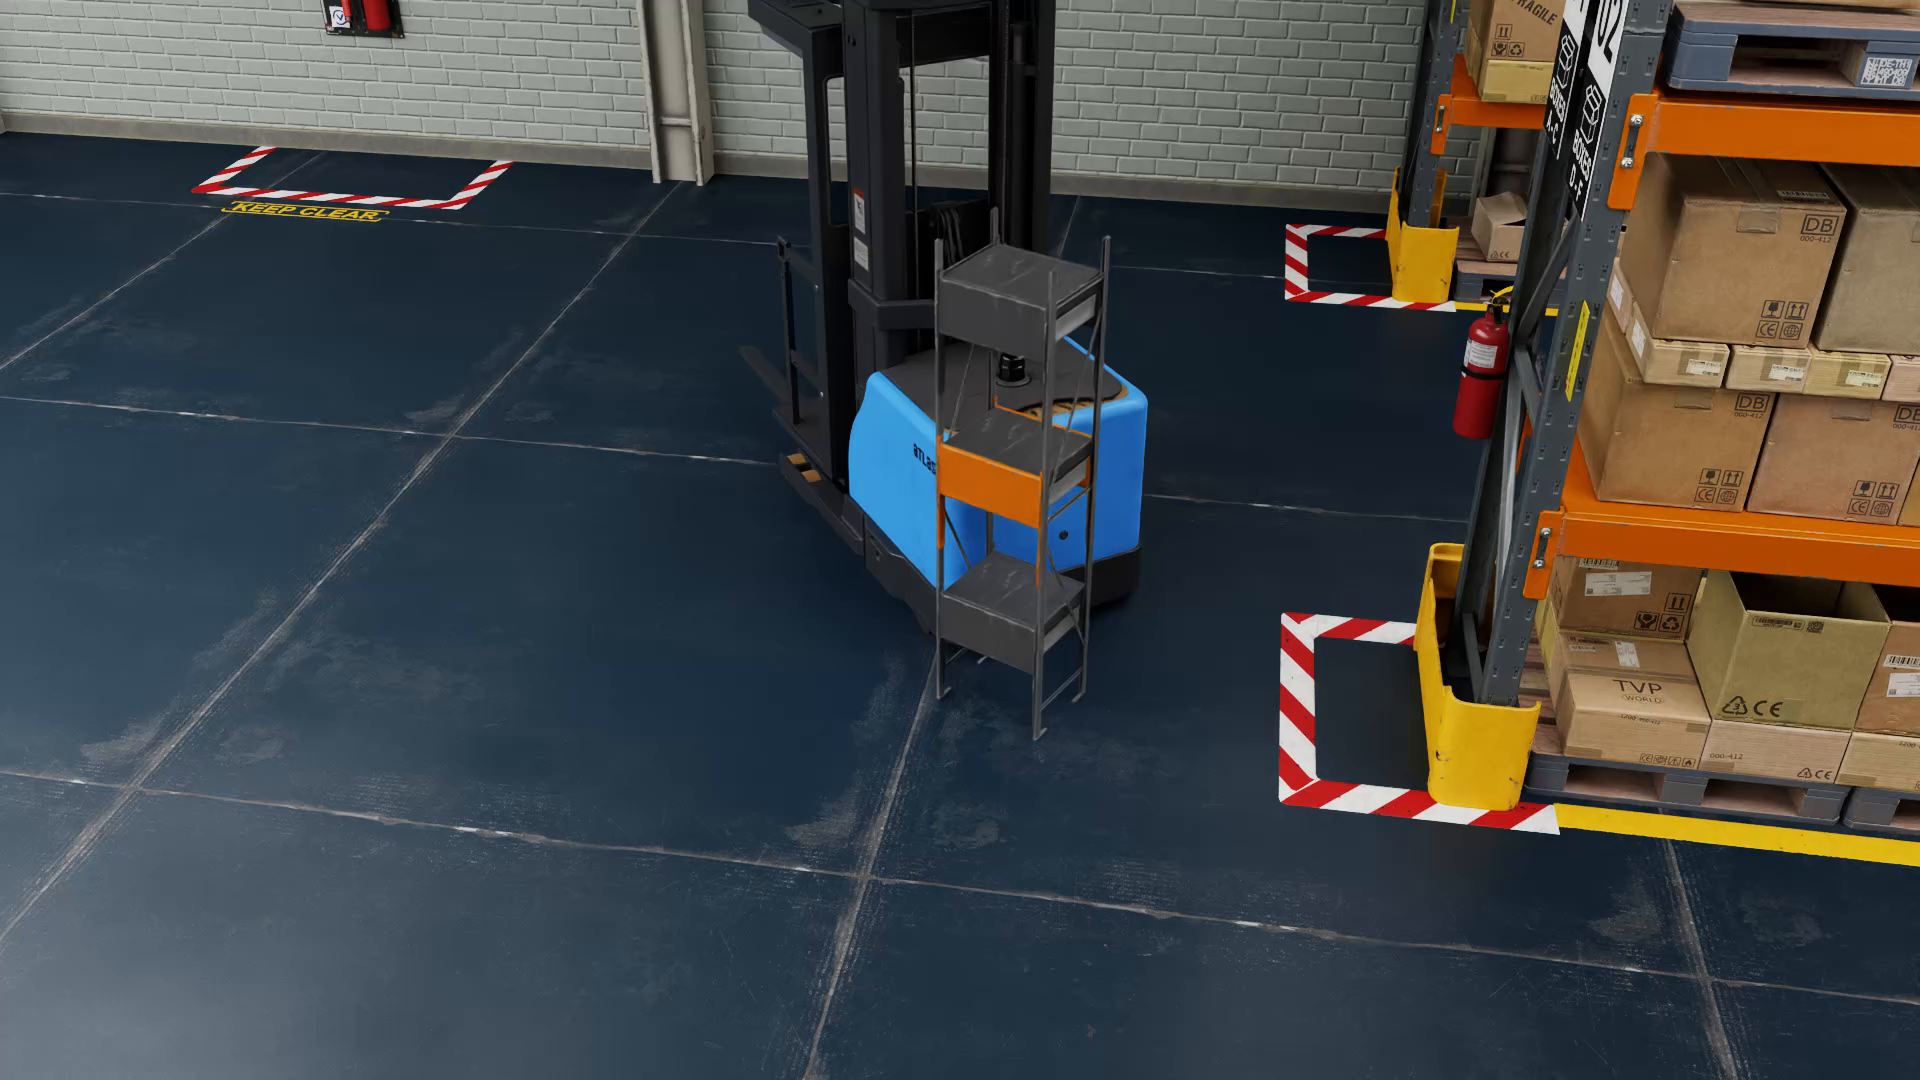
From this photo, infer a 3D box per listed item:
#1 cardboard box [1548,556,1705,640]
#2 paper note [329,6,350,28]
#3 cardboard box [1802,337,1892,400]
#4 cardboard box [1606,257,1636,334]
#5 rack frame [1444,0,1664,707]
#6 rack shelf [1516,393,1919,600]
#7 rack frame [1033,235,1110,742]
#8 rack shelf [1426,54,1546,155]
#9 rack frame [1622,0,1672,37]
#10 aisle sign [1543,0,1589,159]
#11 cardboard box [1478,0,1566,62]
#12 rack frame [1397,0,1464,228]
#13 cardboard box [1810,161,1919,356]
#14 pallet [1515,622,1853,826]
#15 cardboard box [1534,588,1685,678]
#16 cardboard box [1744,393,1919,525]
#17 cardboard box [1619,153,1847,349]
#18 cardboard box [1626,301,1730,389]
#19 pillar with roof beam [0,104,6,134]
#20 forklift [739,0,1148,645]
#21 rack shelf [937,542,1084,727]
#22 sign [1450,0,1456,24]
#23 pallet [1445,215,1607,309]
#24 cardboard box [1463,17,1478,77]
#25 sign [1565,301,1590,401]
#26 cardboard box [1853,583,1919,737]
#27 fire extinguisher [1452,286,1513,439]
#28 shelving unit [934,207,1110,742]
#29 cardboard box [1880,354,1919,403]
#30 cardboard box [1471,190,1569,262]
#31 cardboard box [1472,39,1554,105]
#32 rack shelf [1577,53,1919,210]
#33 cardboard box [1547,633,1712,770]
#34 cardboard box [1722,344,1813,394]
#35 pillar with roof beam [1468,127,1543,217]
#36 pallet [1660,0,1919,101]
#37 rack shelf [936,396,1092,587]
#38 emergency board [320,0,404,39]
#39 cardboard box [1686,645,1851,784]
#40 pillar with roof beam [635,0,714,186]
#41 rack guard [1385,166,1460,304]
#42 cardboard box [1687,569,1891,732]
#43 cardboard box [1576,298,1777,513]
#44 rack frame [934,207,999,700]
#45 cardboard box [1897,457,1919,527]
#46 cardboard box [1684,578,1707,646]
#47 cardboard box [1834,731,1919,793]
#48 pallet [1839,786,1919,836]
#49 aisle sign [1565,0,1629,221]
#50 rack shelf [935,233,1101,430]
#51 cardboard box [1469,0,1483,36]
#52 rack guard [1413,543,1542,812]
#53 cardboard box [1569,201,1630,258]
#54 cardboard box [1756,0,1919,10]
[{"bbox_3d":[2.732,0.045,6.840,0.500,0.500,0.500,5,32,8],"label":"cardboard box"},{"bbox_3d":[-4.689,-3.953,12.568,0.142,0.148,0.016,5,32,8],"label":"paper note"},{"bbox_3d":[3.010,-0.641,5.742,0.250,0.149,0.380,5,32,8],"label":"cardboard box"},{"bbox_3d":[2.562,-0.900,6.155,0.250,0.149,0.380,5,32,7],"label":"cardboard box"},{"bbox_3d":[2.153,-0.517,6.249,0.127,3.000,1.000,5,32,8],"label":"rack frame"},{"bbox_3d":[4.124,-0.033,6.154,4.000,0.370,1.077,5,32,8],"label":"rack shelf"},{"bbox_3d":[0.426,-0.136,6.484,0.015,2.100,0.400,21,38,28],"label":"rack frame"},{"bbox_3d":[4.954,-2.625,10.294,4.000,0.370,1.077,5,32,8],"label":"rack shelf"},{"bbox_3d":[2.153,-3.060,4.657,0.127,3.000,1.000,5,32,8],"label":"rack frame"},{"bbox_3d":[2.137,-1.778,5.814,0.004,0.787,0.394,5,32,8],"label":"aisle sign"},{"bbox_3d":[3.403,-3.171,9.905,0.500,0.500,0.500,5,32,8],"label":"cardboard box"},{"bbox_3d":[2.983,-3.108,10.388,0.127,3.000,1.000,5,32,8],"label":"rack frame"},{"bbox_3d":[3.182,-1.012,5.723,0.500,0.500,0.700,4,32,7],"label":"cardboard box"},{"bbox_3d":[2.914,0.711,6.914,1.213,0.211,1.003,5,32,8],"label":"pallet"},{"bbox_3d":[2.731,0.364,7.037,0.500,0.250,0.500,5,32,8],"label":"cardboard box"},{"bbox_3d":[3.129,-0.467,6.074,0.500,0.500,0.700,6,33,9],"label":"cardboard box"},{"bbox_3d":[2.663,-1.056,5.793,0.500,0.500,0.700,5,32,8],"label":"cardboard box"},{"bbox_3d":[2.503,-0.687,5.814,0.250,0.149,0.380,5,32,8],"label":"cardboard box"},{"bbox_3d":[-8.735,-4.861,7.534,0.400,9.000,9.100,5,32,8],"label":"pillar with roof beam"},{"bbox_3d":[-0.287,-1.536,7.942,1.130,2.935,3.031,-15,35,-23],"label":"forklift"},{"bbox_3d":[0.223,0.389,6.986,0.480,0.518,0.431,21,38,28],"label":"rack shelf"},{"bbox_3d":[2.891,-3.191,9.705,0.005,0.325,0.100,5,32,8],"label":"sign"},{"bbox_3d":[3.852,-1.828,10.972,1.213,0.211,1.003,5,32,8],"label":"pallet"},{"bbox_3d":[3.476,-3.113,10.518,0.500,0.250,0.500,6,32,9],"label":"cardboard box"},{"bbox_3d":[2.054,-0.628,5.535,0.005,0.325,0.100,5,32,8],"label":"sign"},{"bbox_3d":[3.632,0.398,6.275,0.500,0.500,0.500,5,32,8],"label":"cardboard box"},{"bbox_3d":[2.114,-0.738,6.674,0.183,0.674,0.296,5,32,8],"label":"fire extinguisher"},{"bbox_3d":[0.225,-0.211,6.600,0.503,2.100,0.431,21,38,28],"label":"shelving unit"},{"bbox_3d":[3.258,-0.618,5.704,0.250,0.149,0.380,5,32,7],"label":"cardboard box"},{"bbox_3d":[3.649,-2.046,10.811,0.500,0.311,0.500,2,32,3],"label":"cardboard box"},{"bbox_3d":[3.410,-2.843,10.088,0.500,0.250,0.500,4,32,7],"label":"cardboard box"},{"bbox_3d":[4.124,-1.305,5.358,4.000,0.370,1.077,5,32,8],"label":"rack shelf"},{"bbox_3d":[2.644,0.635,6.604,0.500,0.250,0.500,5,32,8],"label":"cardboard box"},{"bbox_3d":[2.764,-0.664,5.779,0.250,0.149,0.380,4,32,7],"label":"cardboard box"},{"bbox_3d":[3.094,-3.789,5.822,0.400,9.000,9.100,5,32,8],"label":"pillar with roof beam"},{"bbox_3d":[2.845,-1.674,5.354,1.213,0.211,1.003,5,32,8],"label":"pallet"},{"bbox_3d":[0.225,-0.199,6.607,0.480,0.518,0.431,21,38,28],"label":"rack shelf"},{"bbox_3d":[-4.526,-4.274,12.251,0.643,1.169,0.194,5,32,8],"label":"emergency board"},{"bbox_3d":[3.138,0.678,6.536,0.500,0.250,0.500,5,32,8],"label":"cardboard box"},{"bbox_3d":[-2.821,-4.325,6.678,0.400,9.000,9.100,5,32,8],"label":"pillar with roof beam"},{"bbox_3d":[3.057,-2.042,11.041,0.348,0.500,1.175,5,32,8],"label":"rack guard"},{"bbox_3d":[3.137,0.361,6.336,0.500,0.500,0.500,5,32,8],"label":"cardboard box"},{"bbox_3d":[2.611,-0.511,6.145,0.500,0.500,0.700,5,32,8],"label":"cardboard box"},{"bbox_3d":[0.024,-0.286,6.715,0.015,2.100,0.400,21,38,28],"label":"rack frame"},{"bbox_3d":[3.618,-0.419,5.998,0.500,0.500,0.700,5,32,9],"label":"cardboard box"},{"bbox_3d":[3.226,0.402,6.976,0.500,0.250,0.500,5,32,8],"label":"cardboard box"},{"bbox_3d":[3.630,0.722,6.465,0.500,0.250,0.500,5,32,8],"label":"cardboard box"},{"bbox_3d":[4.113,0.822,6.738,1.213,0.211,1.003,5,32,8],"label":"pallet"},{"bbox_3d":[2.037,-1.465,5.312,0.004,0.787,0.394,5,32,8],"label":"aisle sign"},{"bbox_3d":[0.227,-0.788,6.228,0.480,0.518,0.431,21,38,28],"label":"rack shelf"},{"bbox_3d":[3.483,-3.440,10.334,0.500,0.500,0.500,5,32,8],"label":"cardboard box"},{"bbox_3d":[2.129,0.541,6.915,0.348,0.500,1.175,5,32,8],"label":"rack guard"},{"bbox_3d":[4.211,-1.995,10.730,0.500,0.311,0.500,8,33,12],"label":"cardboard box"},{"bbox_3d":[2.719,-2.016,5.191,0.637,0.503,0.797,7,33,12],"label":"cardboard box"}]
